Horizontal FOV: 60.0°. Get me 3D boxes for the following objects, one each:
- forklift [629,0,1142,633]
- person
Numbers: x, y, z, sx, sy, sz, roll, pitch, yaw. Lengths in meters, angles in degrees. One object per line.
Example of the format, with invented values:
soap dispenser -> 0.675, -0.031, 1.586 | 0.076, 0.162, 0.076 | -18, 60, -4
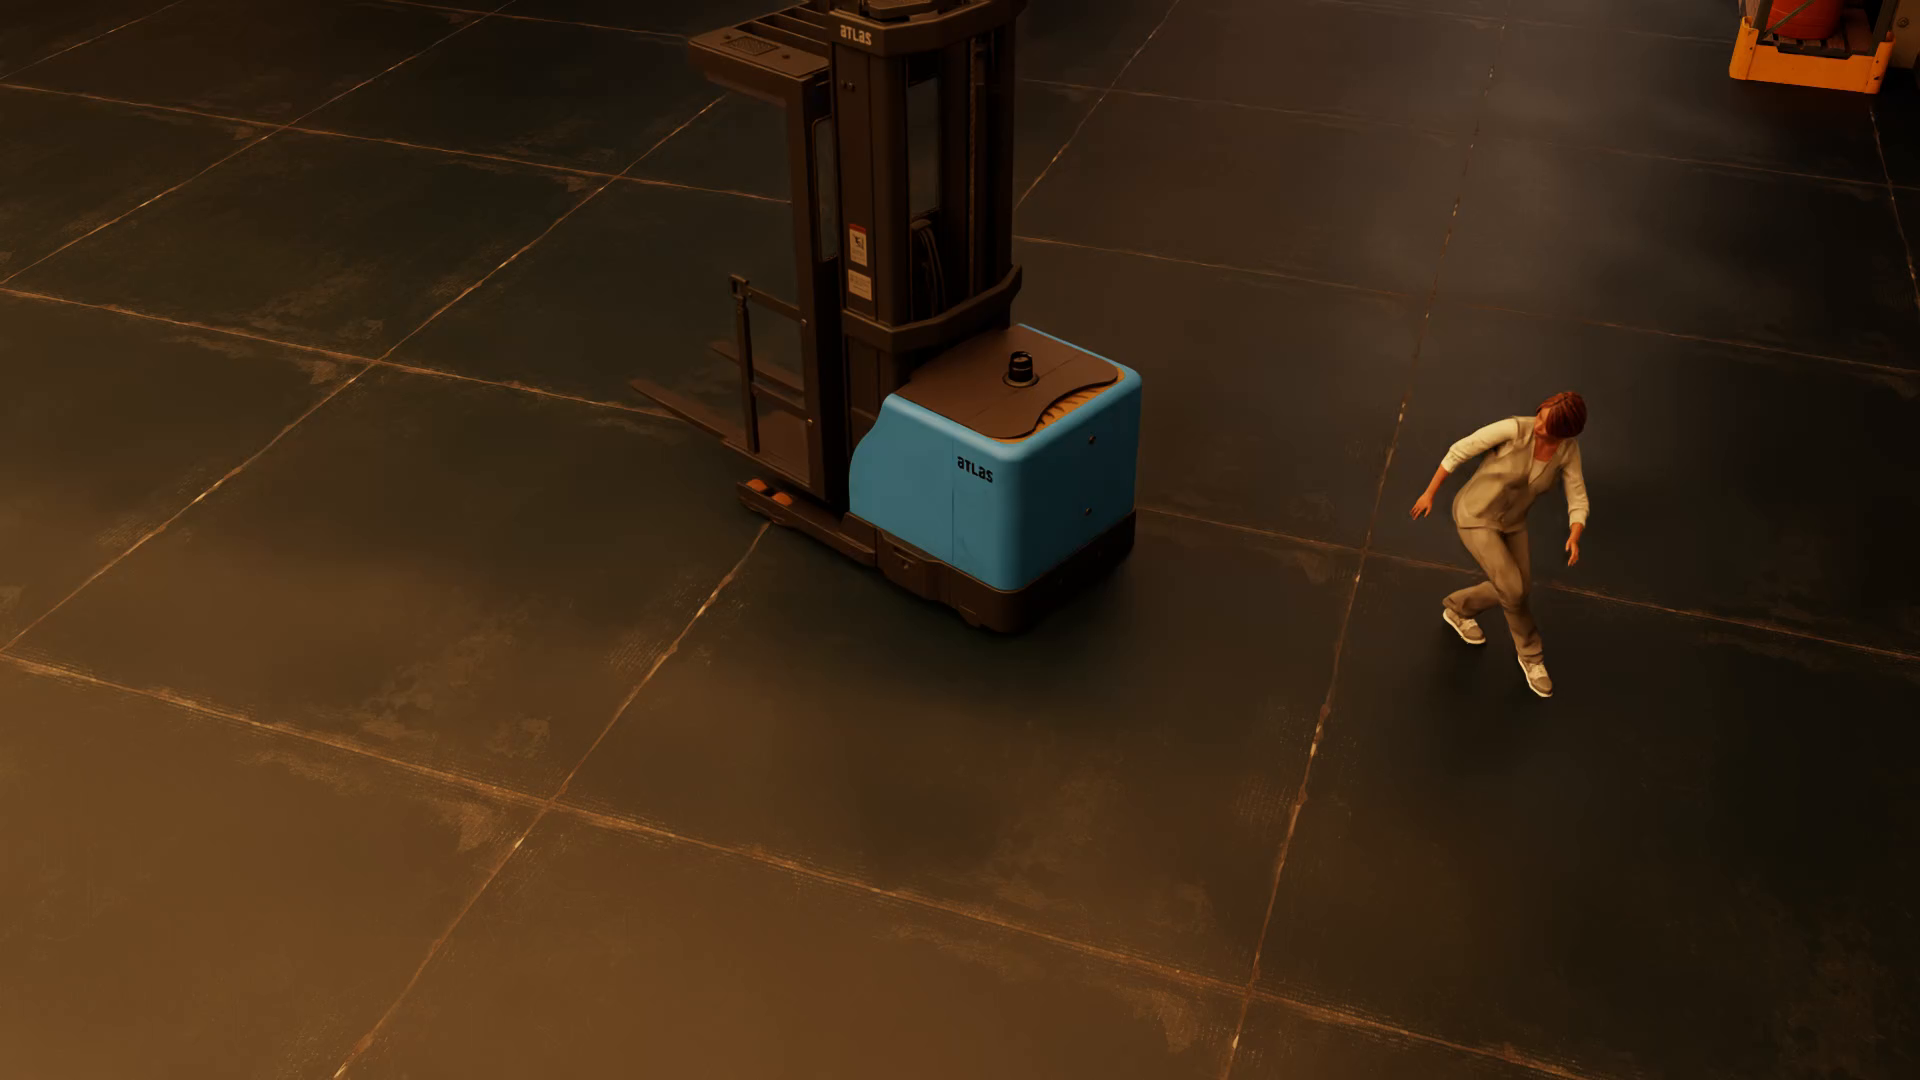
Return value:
forklift -> -0.549, -1.479, 8.196 | 3.031, 2.935, 1.130 | 27, 44, 33
person -> 2.437, -0.007, 7.419 | 0.645, 1.437, 0.730 | -11, 37, -15
